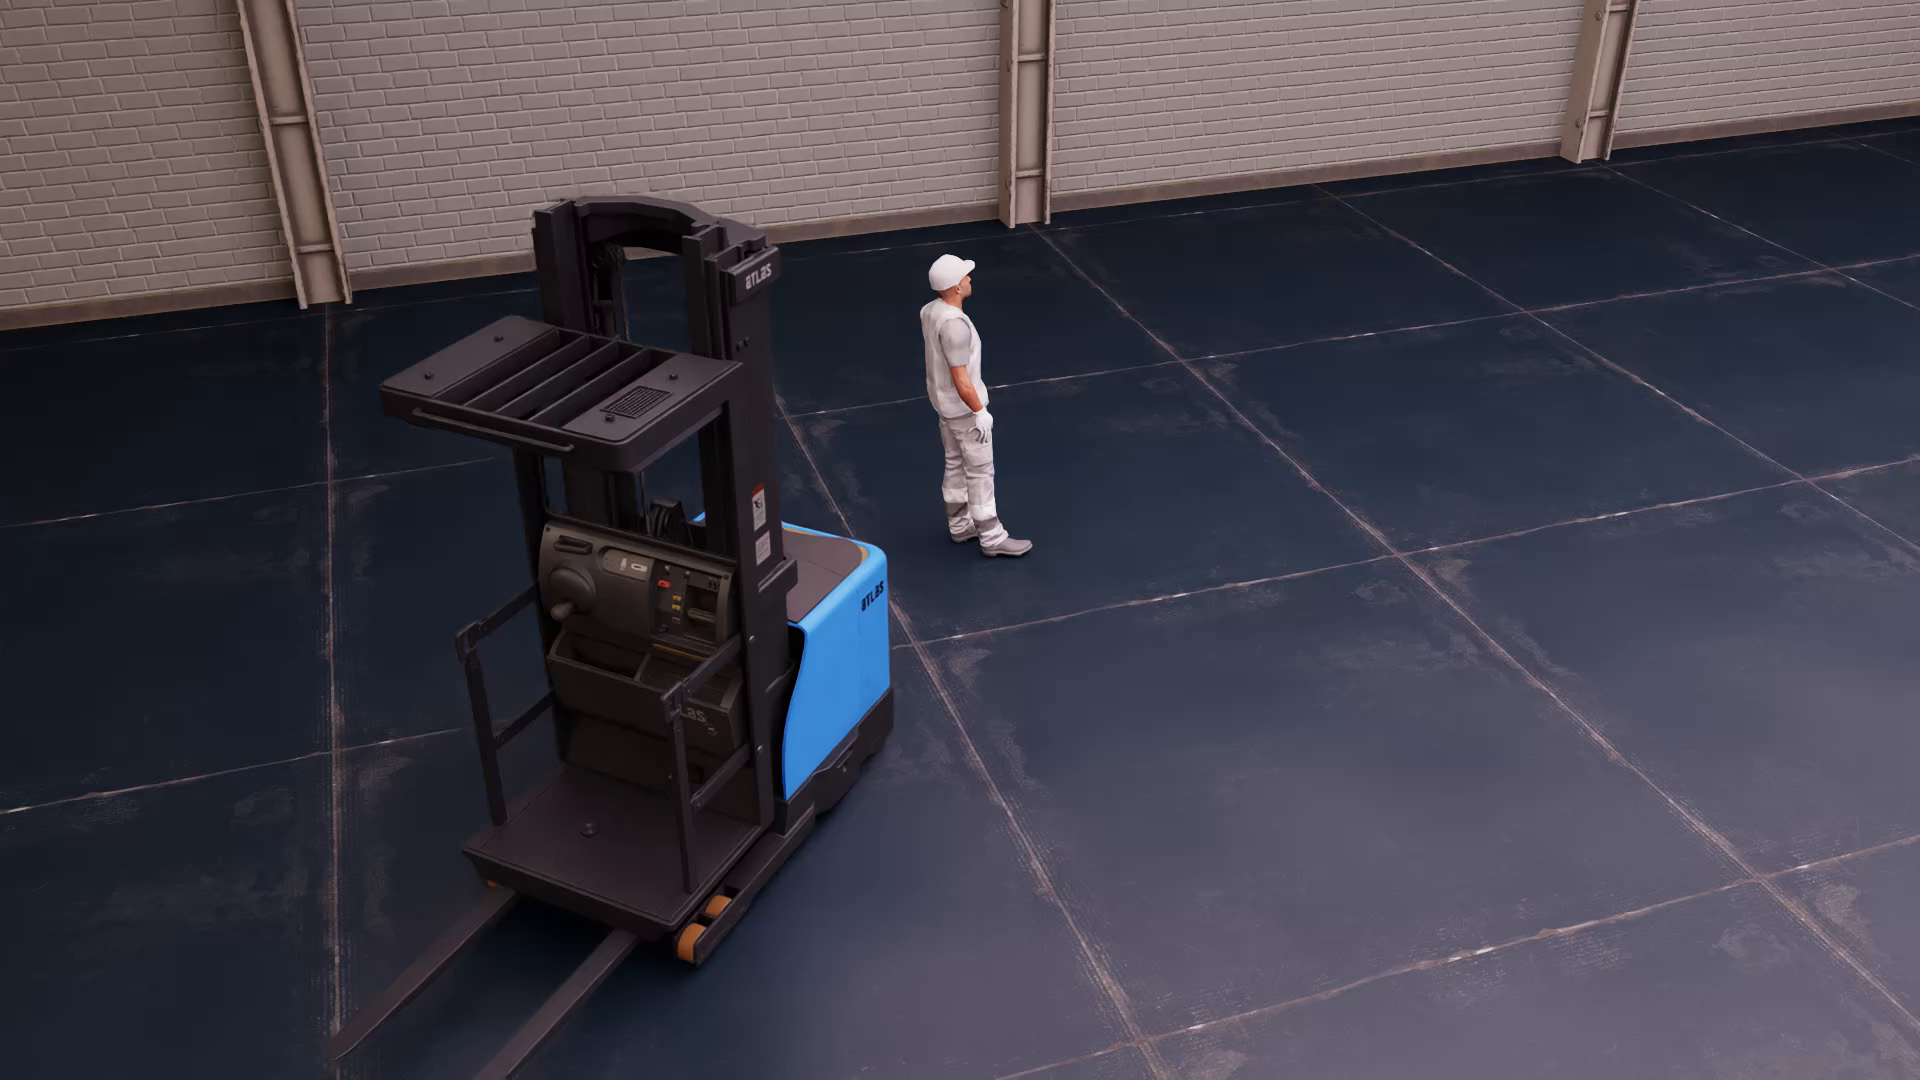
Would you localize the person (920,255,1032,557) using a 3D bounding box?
[{"bbox_3d":[0.080,-0.789,9.590,0.562,1.789,0.638,-10,31,-16],"label":"person"}]

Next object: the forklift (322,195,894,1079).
[{"bbox_3d":[-1.428,0.249,6.655,1.130,2.935,3.031,14,33,22],"label":"forklift"}]
